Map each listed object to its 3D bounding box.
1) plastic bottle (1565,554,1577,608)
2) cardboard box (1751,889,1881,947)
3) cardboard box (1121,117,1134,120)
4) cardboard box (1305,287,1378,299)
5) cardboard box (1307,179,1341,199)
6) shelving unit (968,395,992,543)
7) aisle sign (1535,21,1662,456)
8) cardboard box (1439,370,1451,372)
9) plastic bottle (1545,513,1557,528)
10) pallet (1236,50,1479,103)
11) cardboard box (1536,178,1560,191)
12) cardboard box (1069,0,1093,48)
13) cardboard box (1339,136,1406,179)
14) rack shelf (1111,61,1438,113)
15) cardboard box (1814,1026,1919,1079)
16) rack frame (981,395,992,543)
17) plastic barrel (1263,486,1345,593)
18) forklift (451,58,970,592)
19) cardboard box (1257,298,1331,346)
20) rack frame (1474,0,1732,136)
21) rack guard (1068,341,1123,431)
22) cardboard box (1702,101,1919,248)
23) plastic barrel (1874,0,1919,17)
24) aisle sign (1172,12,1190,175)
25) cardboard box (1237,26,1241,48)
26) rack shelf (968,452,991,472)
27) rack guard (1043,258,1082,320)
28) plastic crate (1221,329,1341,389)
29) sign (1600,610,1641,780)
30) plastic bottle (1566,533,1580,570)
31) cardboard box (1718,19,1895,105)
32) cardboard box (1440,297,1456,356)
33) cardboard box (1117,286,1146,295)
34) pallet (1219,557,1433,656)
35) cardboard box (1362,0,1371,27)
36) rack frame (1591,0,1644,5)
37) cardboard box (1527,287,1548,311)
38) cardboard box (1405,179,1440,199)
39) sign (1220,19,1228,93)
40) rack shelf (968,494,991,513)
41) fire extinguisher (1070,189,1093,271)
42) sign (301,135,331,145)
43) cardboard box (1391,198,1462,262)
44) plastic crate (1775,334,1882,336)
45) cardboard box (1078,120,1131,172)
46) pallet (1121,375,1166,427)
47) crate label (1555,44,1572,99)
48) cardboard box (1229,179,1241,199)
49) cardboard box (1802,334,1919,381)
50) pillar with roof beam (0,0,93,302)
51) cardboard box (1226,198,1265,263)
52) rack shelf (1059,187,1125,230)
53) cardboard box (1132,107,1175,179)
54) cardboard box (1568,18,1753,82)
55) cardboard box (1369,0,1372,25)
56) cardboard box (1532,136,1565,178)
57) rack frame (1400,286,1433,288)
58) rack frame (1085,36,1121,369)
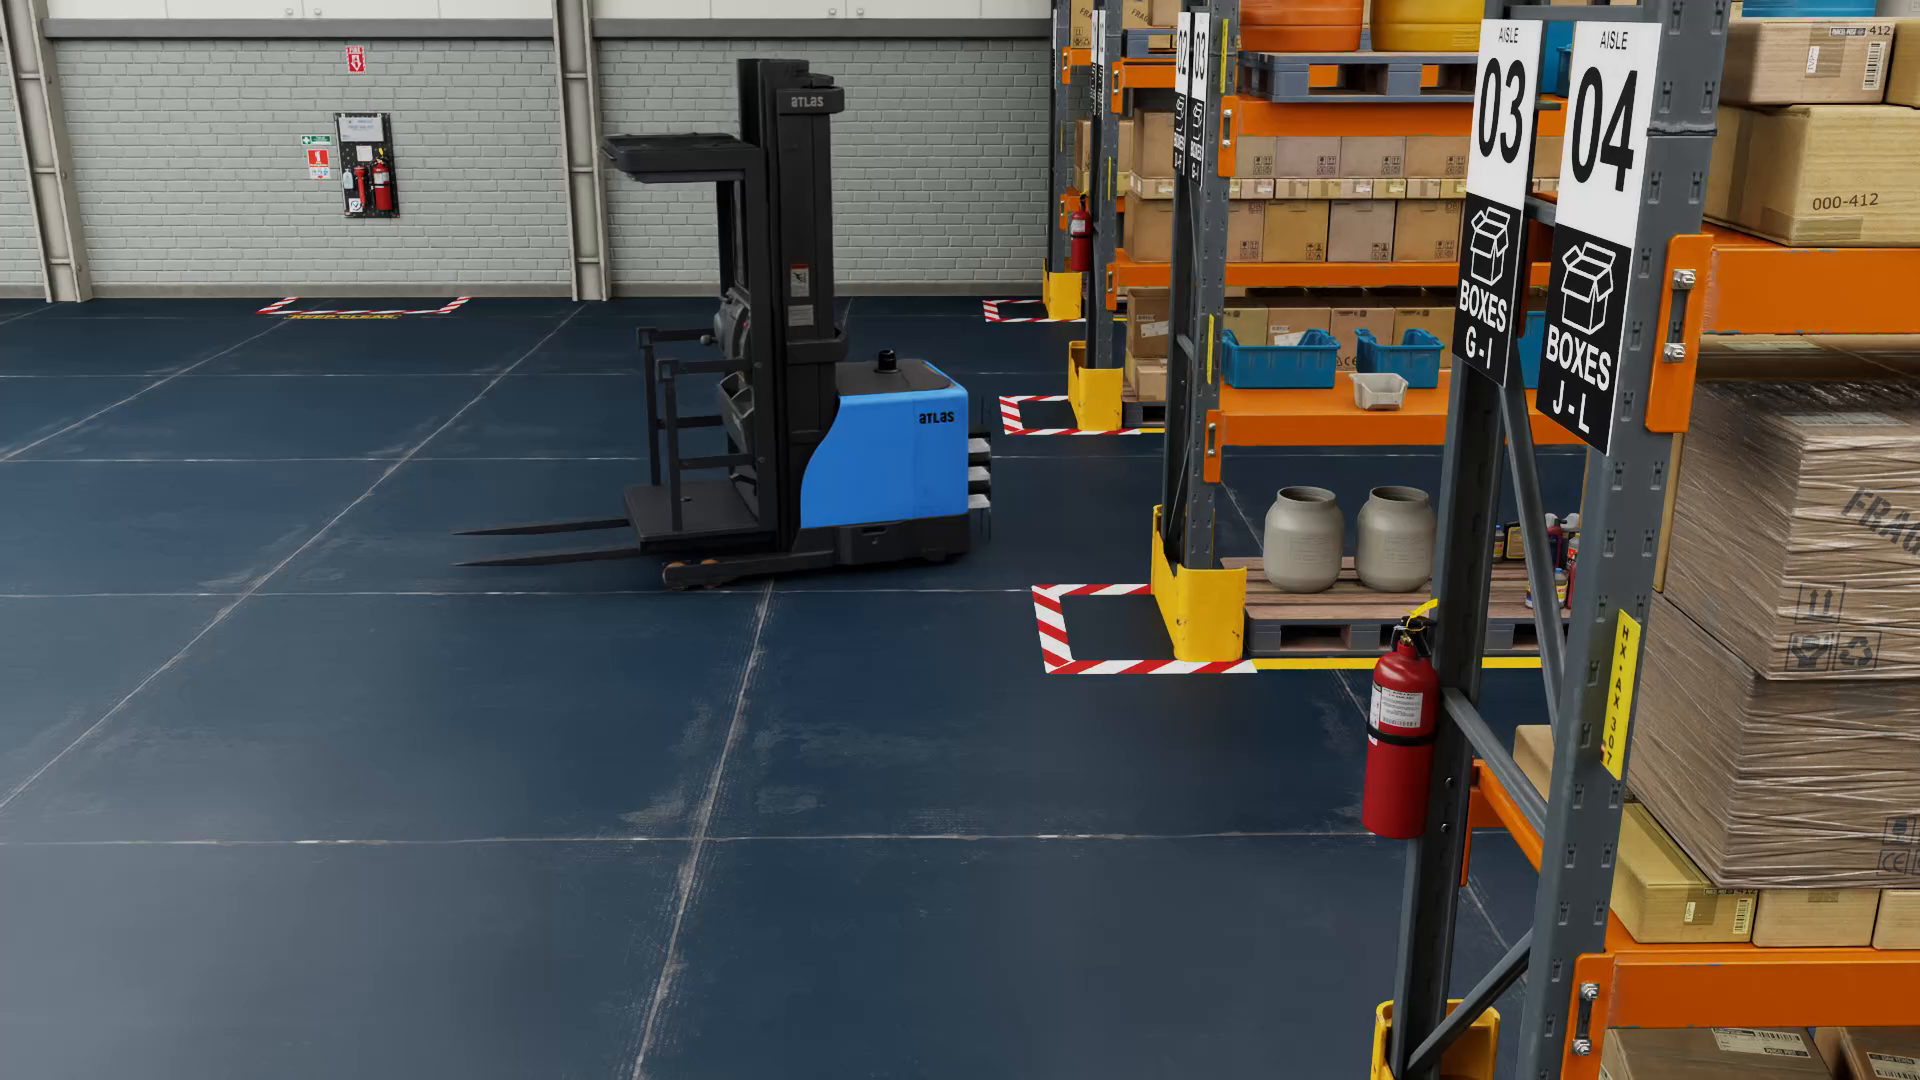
[{"bbox_3d":[3.254,0.213,8.700,0.133,0.283,0.061,0,18,0],"label":"plastic bottle"},{"bbox_3d":[1.827,0.747,3.721,0.250,0.149,0.380,0,18,-1],"label":"cardboard box"},{"bbox_3d":[2.025,-4.349,18.181,0.500,0.500,0.500,0,18,0],"label":"cardboard box"},{"bbox_3d":[3.166,-1.827,13.919,0.500,0.500,0.500,0,18,-1],"label":"cardboard box"},{"bbox_3d":[2.819,-2.774,13.059,0.250,0.149,0.380,-1,18,-2],"label":"cardboard box"},{"bbox_3d":[0.065,-0.438,10.438,0.210,0.900,0.258,-4,18,-12],"label":"shelving unit"},{"bbox_3d":[1.231,-0.595,3.236,0.004,0.787,0.394,0,18,-1],"label":"aisle sign"},{"bbox_3d":[3.675,-1.309,13.533,0.500,0.250,0.500,0,18,-1],"label":"cardboard box"},{"bbox_3d":[3.292,-0.010,9.407,0.135,0.276,0.152,0,18,0],"label":"plastic bottle"},{"bbox_3d":[2.038,-2.274,8.125,1.213,0.211,1.003,0,18,-1],"label":"pallet"},{"bbox_3d":[4.619,-2.783,13.087,0.250,0.149,0.380,-1,18,-2],"label":"cardboard box"},{"bbox_3d":[1.392,-5.398,17.358,0.500,0.500,0.500,0,18,1],"label":"cardboard box"},{"bbox_3d":[3.186,-3.148,13.163,0.500,0.500,0.700,0,18,-1],"label":"cardboard box"},{"bbox_3d":[3.135,-3.570,13.033,4.000,0.370,1.077,0,18,-1],"label":"rack shelf"},{"bbox_3d":[2.510,1.530,4.272,0.500,0.500,0.500,4,18,14],"label":"cardboard box"},{"bbox_3d":[0.164,-0.445,10.460,0.006,0.900,0.240,-4,18,-12],"label":"rack frame"},{"bbox_3d":[1.867,-0.004,9.034,0.421,0.512,0.421,0,18,0],"label":"plastic barrel"},{"bbox_3d":[-1.512,-1.277,9.729,3.031,2.935,1.130,-5,19,-16],"label":"forklift"},{"bbox_3d":[2.675,-1.666,13.418,0.500,0.500,0.500,0,18,-1],"label":"cardboard box"},{"bbox_3d":[1.288,-2.306,3.003,0.127,3.000,1.000,0,18,-1],"label":"rack frame"},{"bbox_3d":[1.111,-1.284,13.733,0.348,0.500,1.175,0,18,-1],"label":"rack guard"},{"bbox_3d":[1.774,-0.729,3.246,0.500,0.250,0.500,0,18,1],"label":"cardboard box"},{"bbox_3d":[4.776,-2.721,8.337,0.421,0.512,0.421,0,18,0],"label":"plastic barrel"},{"bbox_3d":[1.133,-2.290,8.520,0.004,0.787,0.394,0,18,-1],"label":"aisle sign"},{"bbox_3d":[2.984,-5.403,17.372,0.500,0.500,0.500,1,18,3],"label":"cardboard box"},{"bbox_3d":[0.065,-0.492,10.421,0.200,0.077,0.258,-4,18,-12],"label":"rack shelf"},{"bbox_3d":[1.129,-2.798,18.451,0.348,0.500,1.175,0,18,-1],"label":"rack guard"},{"bbox_3d":[1.705,-0.985,8.950,0.616,0.251,0.499,0,18,-1],"label":"plastic crate"},{"bbox_3d":[1.297,0.304,3.271,0.005,0.325,0.100,0,18,-1],"label":"sign"},{"bbox_3d":[3.451,0.063,9.302,0.097,0.201,0.097,0,18,0],"label":"plastic bottle"},{"bbox_3d":[1.567,-0.927,3.207,0.250,0.149,0.380,0,18,-1],"label":"cardboard box"},{"bbox_3d":[4.174,-1.674,13.441,0.500,0.500,0.500,0,18,-1],"label":"cardboard box"},{"bbox_3d":[1.747,-2.893,18.336,0.500,0.311,0.500,-2,18,-7],"label":"cardboard box"},{"bbox_3d":[2.097,0.349,9.114,1.213,0.211,1.003,0,18,-1],"label":"pallet"},{"bbox_3d":[2.800,-4.142,12.557,0.500,0.500,0.500,0,18,-1],"label":"cardboard box"},{"bbox_3d":[5.135,-5.351,12.495,0.127,3.000,1.000,0,18,-1],"label":"rack frame"},{"bbox_3d":[4.666,-1.835,13.944,0.500,0.500,0.500,0,18,-1],"label":"cardboard box"},{"bbox_3d":[3.597,-2.778,13.071,0.250,0.149,0.380,0,18,1],"label":"cardboard box"},{"bbox_3d":[1.214,-2.226,7.652,0.005,0.325,0.100,0,18,-1],"label":"sign"},{"bbox_3d":[0.065,-0.234,10.504,0.200,0.077,0.258,-4,18,-12],"label":"rack shelf"},{"bbox_3d":[1.010,-2.579,13.804,0.183,0.674,0.296,0,18,-1],"label":"fire extinguisher"},{"bbox_3d":[-7.281,-4.521,18.806,0.331,0.109,0.001,0,18,-1],"label":"sign"},{"bbox_3d":[3.662,-2.532,13.366,0.500,0.500,0.700,0,18,0],"label":"cardboard box"},{"bbox_3d":[4.684,-0.988,8.818,0.504,0.338,0.767,0,18,-1],"label":"plastic crate"},{"bbox_3d":[1.535,-4.193,17.694,0.500,0.500,0.500,0,18,-1],"label":"cardboard box"},{"bbox_3d":[1.899,-1.163,13.829,1.213,0.211,1.003,0,18,-1],"label":"pallet"},{"bbox_3d":[3.086,-2.227,7.913,0.408,0.251,0.502,0,18,-1],"label":"crate label"},{"bbox_3d":[2.044,-2.770,13.047,0.250,0.149,0.380,0,18,-1],"label":"cardboard box"},{"bbox_3d":[2.334,-0.197,3.963,0.500,0.500,0.500,0,18,-1],"label":"cardboard box"},{"bbox_3d":[-10.191,-5.739,13.706,0.400,9.000,9.100,0,18,-1],"label":"pillar with roof beam"},{"bbox_3d":[2.127,-2.525,13.343,0.500,0.500,0.700,0,18,1],"label":"cardboard box"},{"bbox_3d":[3.053,-3.655,18.208,4.000,0.370,1.077,0,18,-1],"label":"rack shelf"},{"bbox_3d":[1.655,-3.139,13.134,0.500,0.500,0.700,0,18,-1],"label":"cardboard box"},{"bbox_3d":[1.561,-1.093,3.725,0.250,0.149,0.380,0,18,-1],"label":"cardboard box"},{"bbox_3d":[3.486,-4.269,12.947,0.637,0.503,0.797,2,18,5],"label":"cardboard box"},{"bbox_3d":[4.691,-3.155,13.185,0.500,0.500,0.700,0,18,-1],"label":"cardboard box"},{"bbox_3d":[5.053,-4.007,18.128,0.127,3.000,1.000,0,18,-1],"label":"rack frame"},{"bbox_3d":[1.135,-2.475,13.351,0.127,3.000,1.000,0,18,-1],"label":"rack frame"}]
